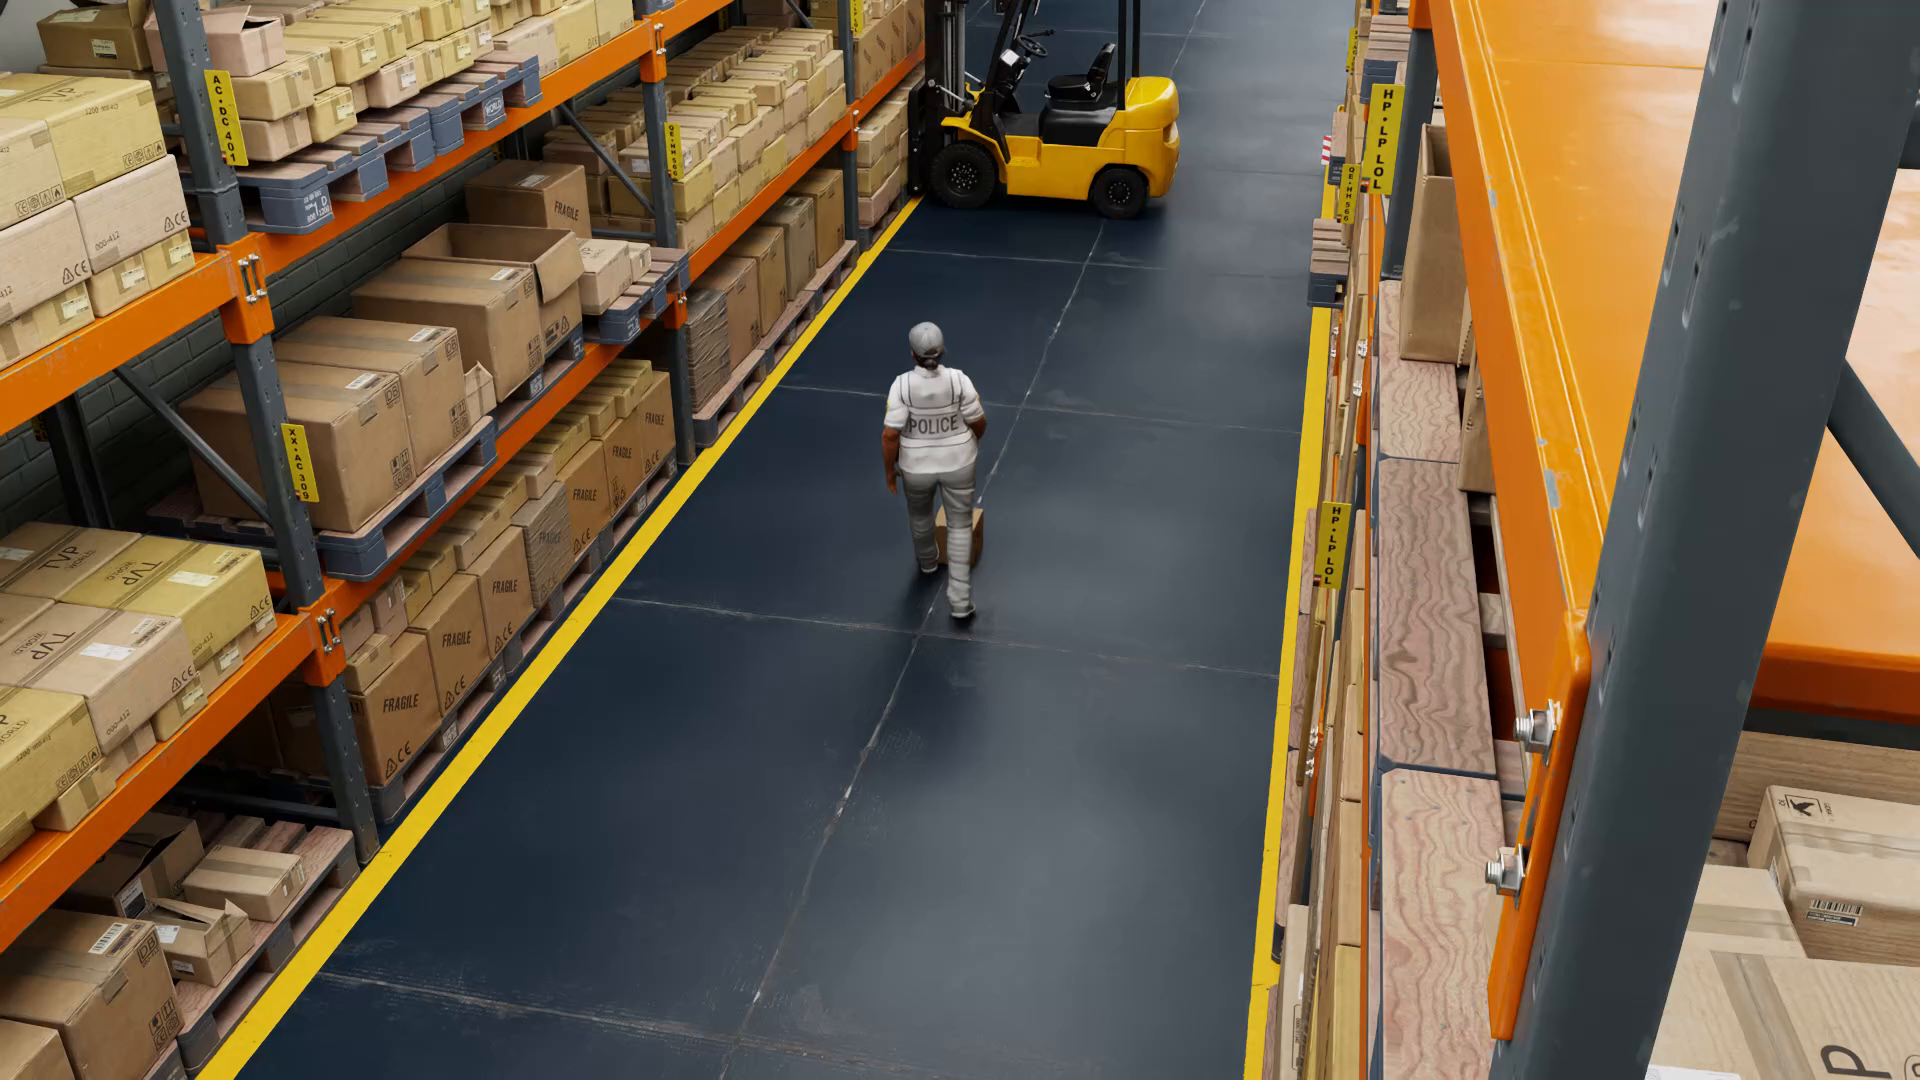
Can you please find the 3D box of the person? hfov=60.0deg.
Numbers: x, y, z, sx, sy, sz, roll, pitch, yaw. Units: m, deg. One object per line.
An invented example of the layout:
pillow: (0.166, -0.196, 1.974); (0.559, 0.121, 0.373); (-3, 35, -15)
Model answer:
person: (-0.123, -0.445, 8.937); (0.540, 1.628, 0.883); (2, 29, 4)
